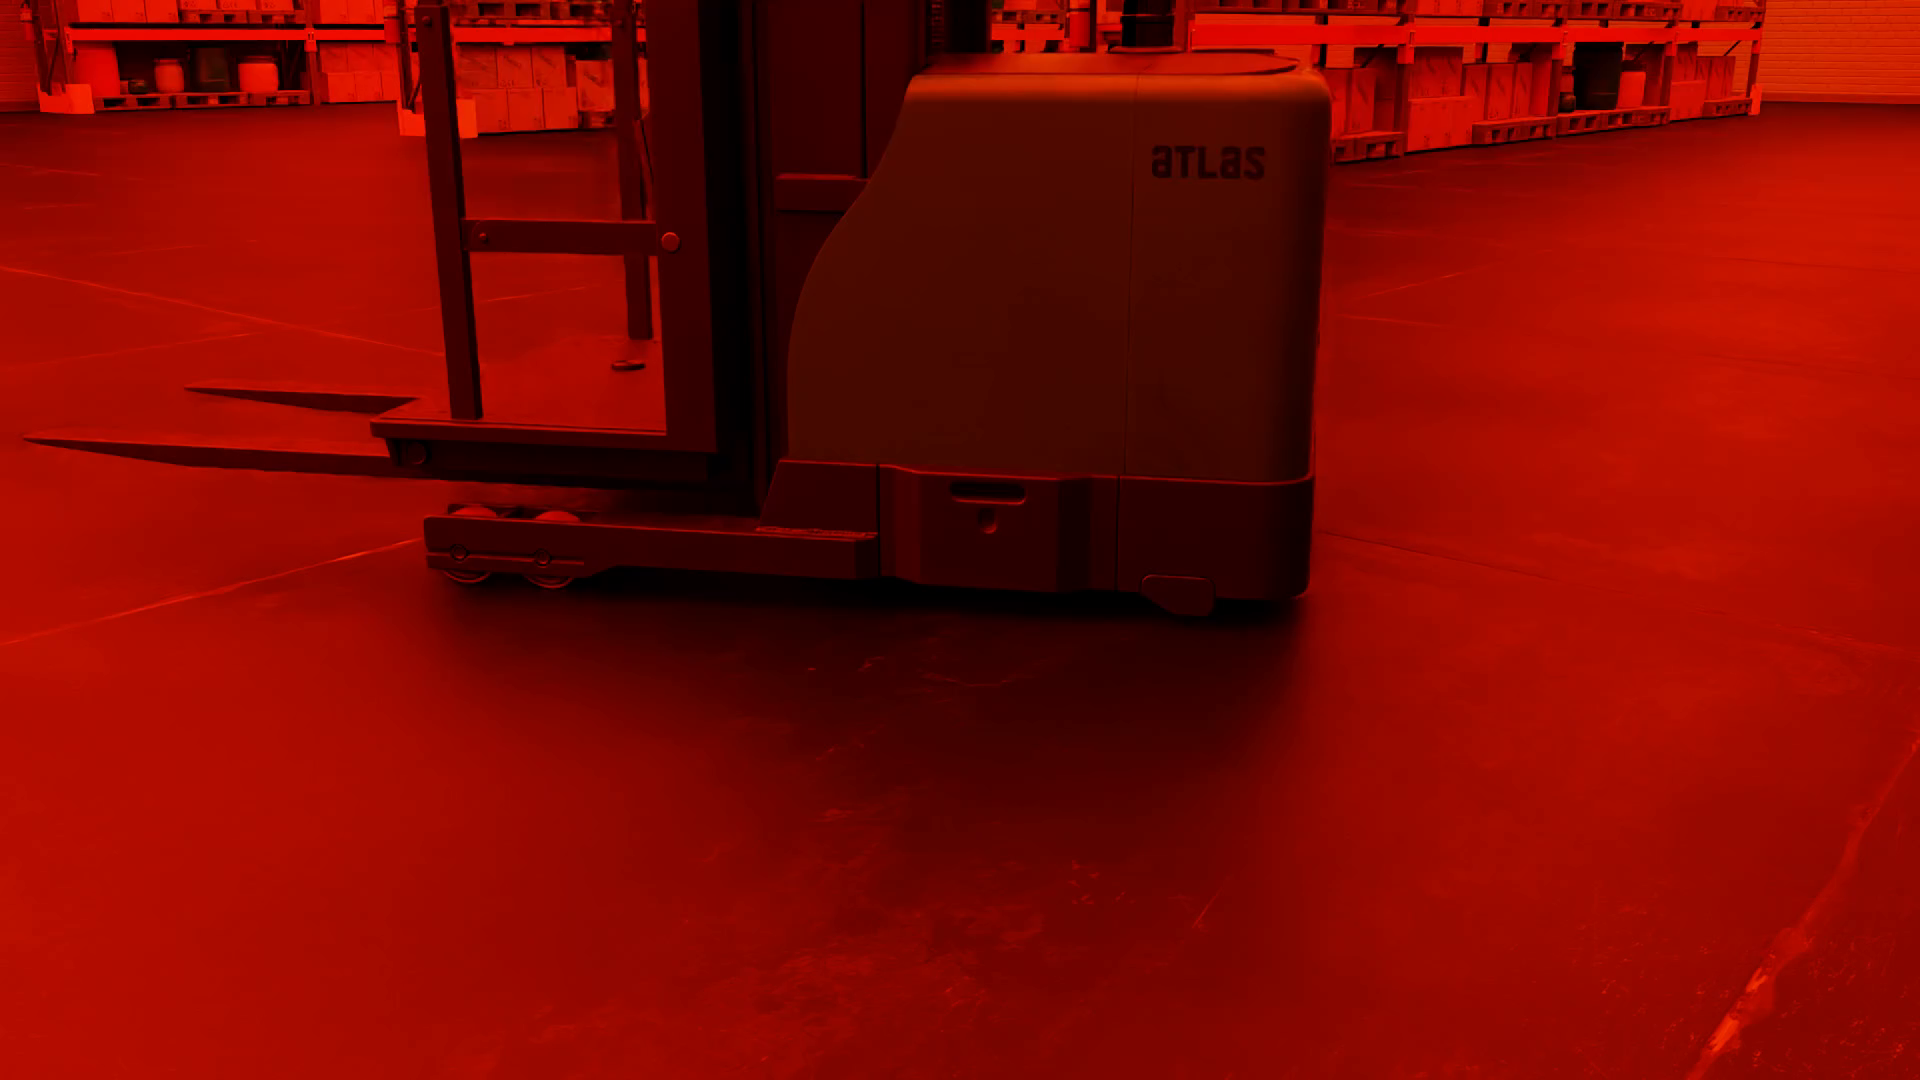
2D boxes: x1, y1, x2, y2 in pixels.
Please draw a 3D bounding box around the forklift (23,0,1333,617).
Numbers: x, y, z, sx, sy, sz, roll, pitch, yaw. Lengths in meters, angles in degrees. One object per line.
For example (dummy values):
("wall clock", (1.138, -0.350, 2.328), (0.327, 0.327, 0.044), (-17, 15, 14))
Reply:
("forklift", (-0.697, -1.443, 3.650), (3.031, 2.935, 1.130), (3, 17, 11))
